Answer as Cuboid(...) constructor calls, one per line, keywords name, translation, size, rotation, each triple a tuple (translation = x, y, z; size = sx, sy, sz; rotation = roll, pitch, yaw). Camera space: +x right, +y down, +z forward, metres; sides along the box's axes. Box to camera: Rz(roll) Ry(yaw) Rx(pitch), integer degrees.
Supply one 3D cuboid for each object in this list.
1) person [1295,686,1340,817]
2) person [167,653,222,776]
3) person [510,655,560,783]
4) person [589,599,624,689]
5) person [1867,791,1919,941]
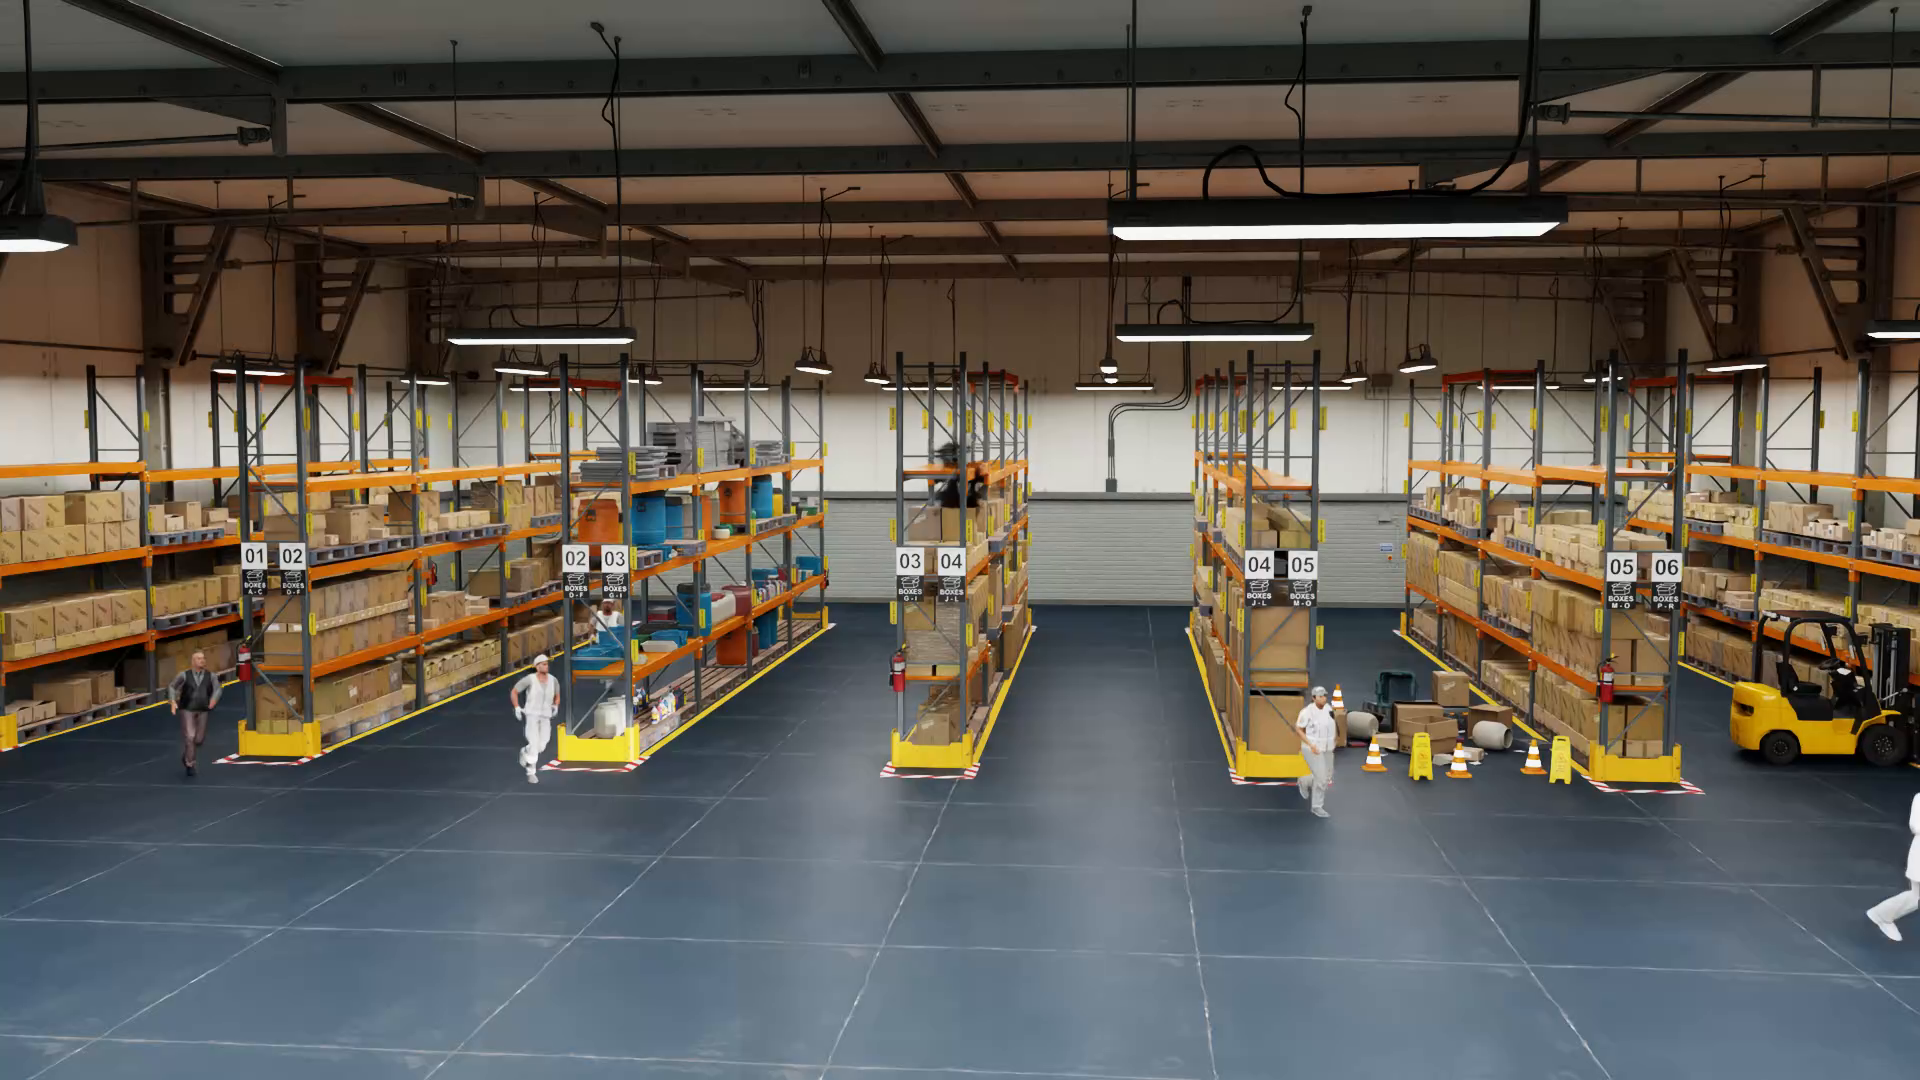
Cuboid(name="person", translation=(4.540, 2.671, 21.325), size=(0.608, 1.639, 0.641), rotation=(-2, 5, -28))
Cuboid(name="person", translation=(-10.944, 2.475, 23.851), size=(0.702, 1.701, 0.766), rotation=(-3, 5, -35))
Cuboid(name="person", translation=(-5.962, 2.494, 23.423), size=(0.720, 1.749, 0.741), rotation=(-3, 5, -39))
Cuboid(name="person", translation=(-6.588, 1.924, 31.029), size=(0.677, 1.734, 0.584), rotation=(-1, 4, -8))
Cuboid(name="person", translation=(9.131, 2.971, 15.675), size=(0.719, 1.764, 0.985), rotation=(-4, 5, -42))
